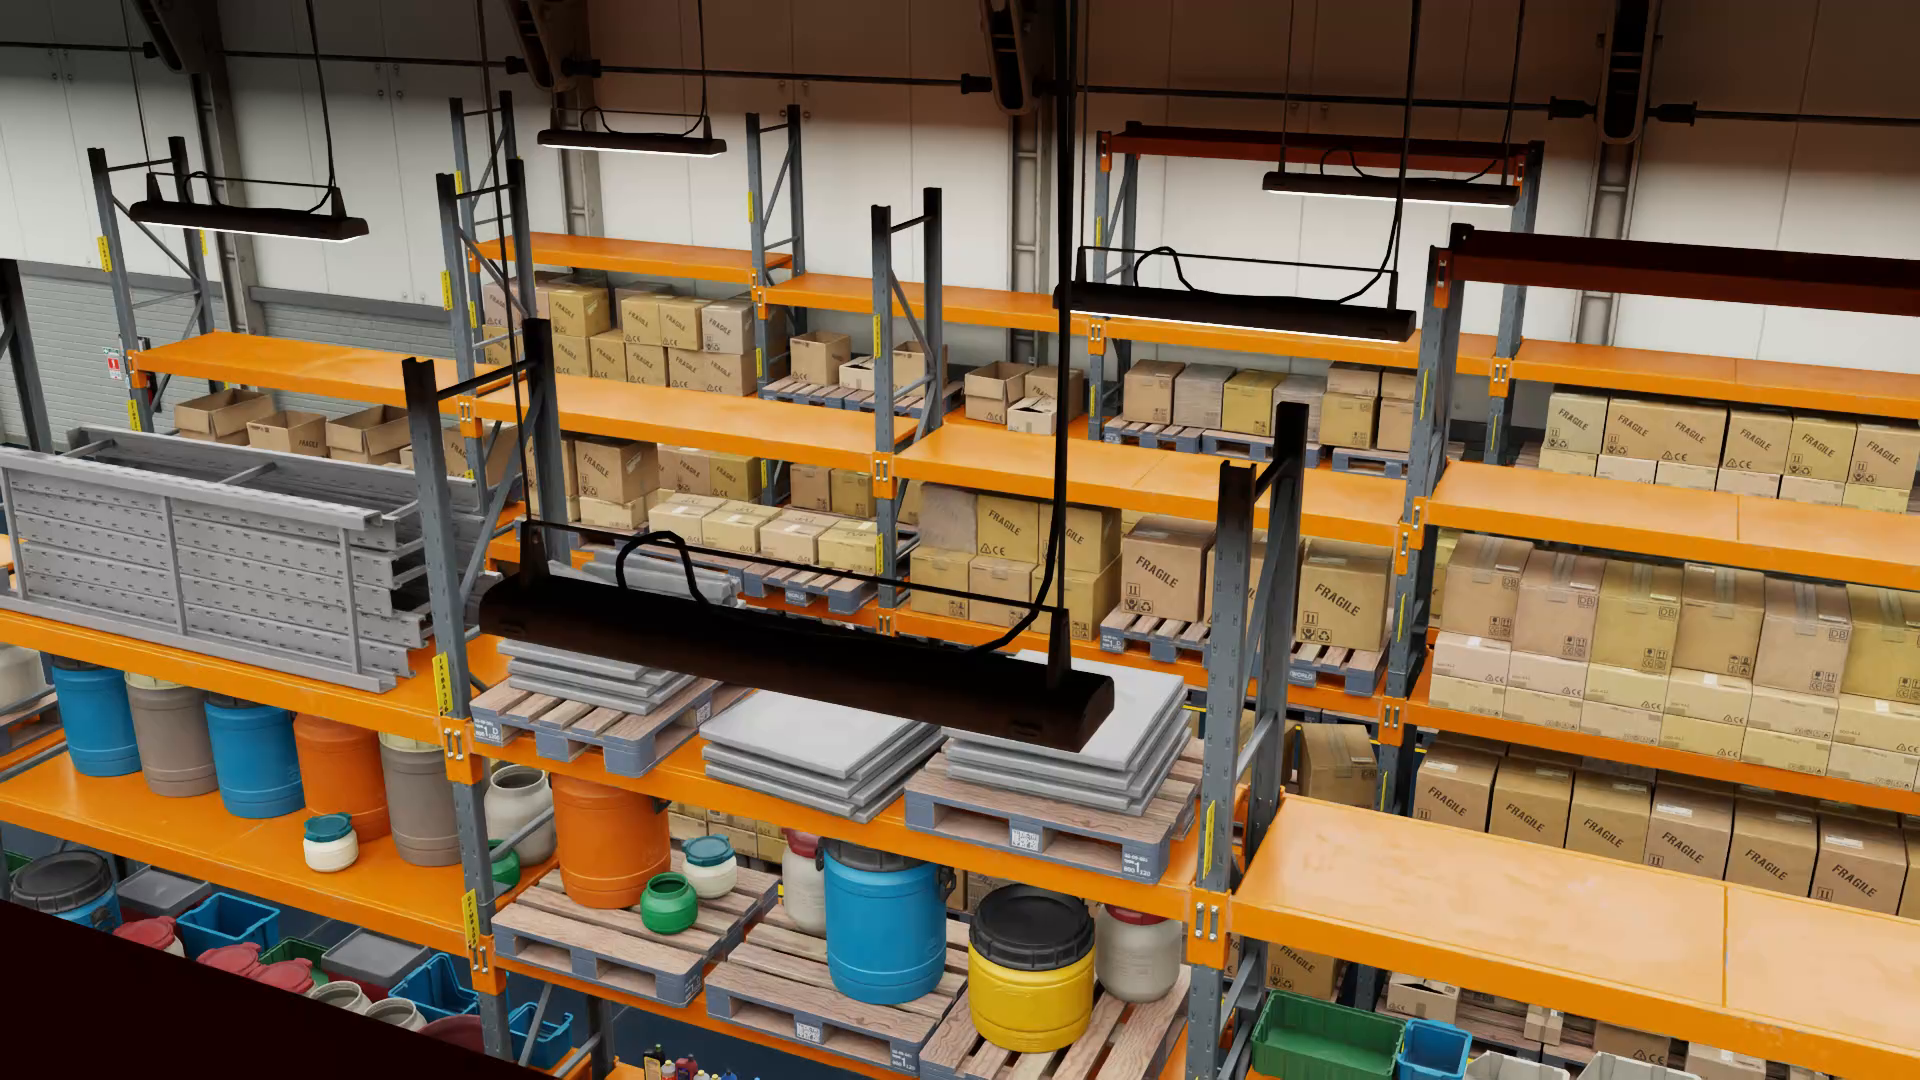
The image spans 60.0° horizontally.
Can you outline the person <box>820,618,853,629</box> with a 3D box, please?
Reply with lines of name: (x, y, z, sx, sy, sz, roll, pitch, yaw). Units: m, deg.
person: (-1.344, 1.066, 17.566, 1.068, 1.581, 0.438, 3, 21, 9)
